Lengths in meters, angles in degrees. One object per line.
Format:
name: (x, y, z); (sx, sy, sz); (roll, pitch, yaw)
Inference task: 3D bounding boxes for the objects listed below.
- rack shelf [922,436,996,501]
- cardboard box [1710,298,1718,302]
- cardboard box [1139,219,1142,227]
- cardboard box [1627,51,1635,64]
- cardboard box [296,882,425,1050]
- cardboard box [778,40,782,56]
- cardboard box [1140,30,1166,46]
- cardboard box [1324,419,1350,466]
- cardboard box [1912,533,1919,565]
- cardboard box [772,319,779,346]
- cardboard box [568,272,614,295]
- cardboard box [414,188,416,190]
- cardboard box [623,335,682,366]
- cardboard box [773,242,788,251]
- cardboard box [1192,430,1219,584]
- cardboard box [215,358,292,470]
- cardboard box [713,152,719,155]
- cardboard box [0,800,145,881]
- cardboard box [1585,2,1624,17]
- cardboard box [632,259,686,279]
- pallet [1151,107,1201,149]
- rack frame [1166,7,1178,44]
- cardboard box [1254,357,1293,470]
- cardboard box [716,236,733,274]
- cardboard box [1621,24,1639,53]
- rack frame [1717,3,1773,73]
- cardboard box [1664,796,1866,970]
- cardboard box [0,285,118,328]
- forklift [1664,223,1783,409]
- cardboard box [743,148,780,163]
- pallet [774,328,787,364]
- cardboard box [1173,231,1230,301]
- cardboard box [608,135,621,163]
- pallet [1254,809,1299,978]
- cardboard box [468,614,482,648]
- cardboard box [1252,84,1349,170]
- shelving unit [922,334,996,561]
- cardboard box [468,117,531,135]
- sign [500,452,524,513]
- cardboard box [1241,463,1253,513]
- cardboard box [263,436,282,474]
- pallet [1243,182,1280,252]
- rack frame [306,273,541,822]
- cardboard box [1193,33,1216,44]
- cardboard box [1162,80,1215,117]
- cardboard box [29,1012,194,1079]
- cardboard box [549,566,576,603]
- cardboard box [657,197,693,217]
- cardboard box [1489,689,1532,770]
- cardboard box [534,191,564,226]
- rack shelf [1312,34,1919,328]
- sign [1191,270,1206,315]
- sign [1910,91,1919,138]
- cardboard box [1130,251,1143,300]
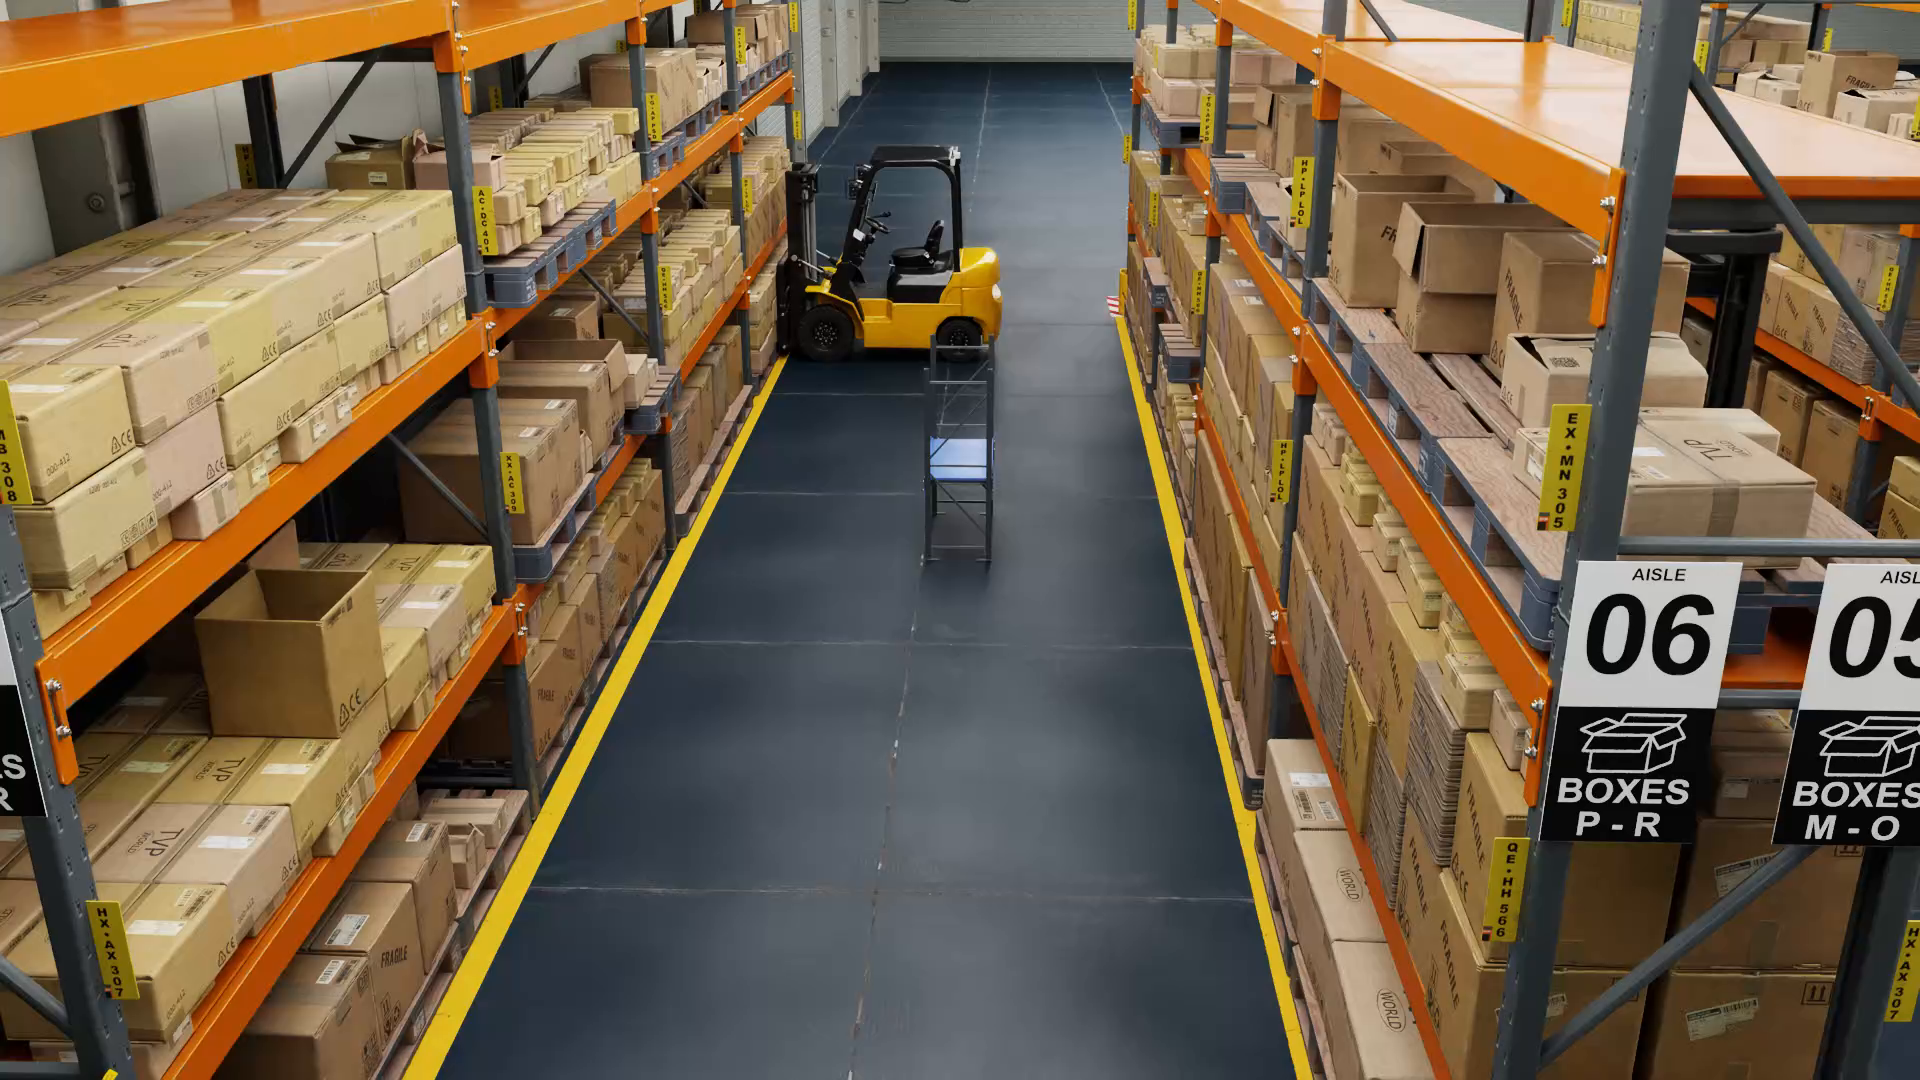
rack shelf: (0.003, -0.562, 12.902); (0.538, 0.185, 1.000); (1, 21, 2)
cardboard box: (7.040, -2.387, 14.896); (0.500, 0.500, 0.500); (1, 21, 2)
cardboard box: (2.182, -3.565, 18.417); (0.380, 0.149, 0.250); (1, 21, 3)
cardboard box: (7.076, -4.921, 17.046); (0.380, 0.149, 0.250); (1, 21, 1)
cardboard box: (-2.644, 1.808, 7.097); (0.500, 0.500, 0.500); (1, 21, 3)
cardboard box: (-2.173, -5.448, 18.406); (0.380, 0.149, 0.250); (0, 21, 0)
cardboard box: (2.152, -5.430, 17.975); (0.380, 0.149, 0.250); (1, 21, 1)
cardboard box: (1.884, -0.447, 7.616); (0.380, 0.149, 0.250); (1, 21, 2)
cardboard box: (6.929, 0.140, 11.395); (0.500, 0.500, 0.500); (1, 21, 2)
cardboard box: (-2.227, -2.236, 17.866); (0.500, 0.250, 0.500); (1, 21, 3)
cardboard box: (-2.922, -1.993, 12.983); (0.380, 0.149, 0.250); (1, 21, 2)
cardboard box: (-2.939, -1.754, 8.473); (0.380, 0.149, 0.250); (1, 21, 2)
cardboard box: (-2.437, -1.423, 12.757); (0.500, 0.250, 0.500); (1, 21, 2)
cardboard box: (-2.163, -3.253, 19.104); (0.500, 0.250, 0.500); (1, 21, 3)
cardboard box: (2.163, -0.238, 11.853); (0.875, 0.875, 0.875); (0, 21, 1)
cardboard box: (-2.629, -0.436, 5.655); (0.500, 0.250, 0.500); (0, 21, 0)
cardboard box: (-2.823, -4.128, 18.074); (0.380, 0.149, 0.250); (0, 21, 0)
cardboard box: (-3.173, 1.133, 5.758); (0.500, 0.250, 0.500); (1, 21, 2)
cardboard box: (7.124, -5.844, 18.323); (0.380, 0.149, 0.250); (1, 21, 2)
cardboard box: (-2.429, -2.172, 13.444); (0.380, 0.149, 0.250); (1, 21, 2)
pallet: (2.235, -3.442, 13.866); (1.213, 0.211, 1.003); (1, 21, 2)
rack frame: (2.388, -5.525, 14.828); (1.000, 3.000, 0.127); (1, 21, 2)
cardboard box: (1.916, -0.700, 9.165); (0.500, 0.500, 0.500); (1, 21, 3)
cardboard box: (-2.341, -2.578, 15.043); (0.500, 0.250, 0.500); (0, 21, 0)
cardboard box: (7.145, -5.147, 17.078); (0.500, 0.250, 0.500); (1, 21, 1)
rack frame: (7.342, -5.507, 14.782); (0.949, 2.616, 0.053); (1, 21, 2)
cardboard box: (2.323, 0.928, 4.971); (0.500, 0.500, 0.500); (0, 21, 0)
cardboard box: (-3.182, -0.681, 5.596); (0.500, 0.250, 0.500); (1, 21, 2)
forklift: (4.617, -0.925, 11.361); (1.130, 2.935, 3.031); (1, 21, 2)
cardboard box: (-2.188, -4.214, 18.298); (0.380, 0.149, 0.250); (1, 21, 3)
pallet: (-2.473, -2.211, 18.434); (1.003, 0.211, 1.213); (1, 21, 2)
cardboard box: (2.022, -2.200, 13.422); (0.500, 0.500, 0.500); (-1, 21, -2)
cardboard box: (-2.492, -2.625, 11.157); (0.380, 0.149, 0.250); (0, 21, 0)
pallet: (2.044, 1.739, 8.256); (1.003, 0.211, 1.213); (1, 21, 2)
cardboard box: (-2.560, 0.441, 8.093); (0.380, 0.149, 0.250); (1, 21, 3)
cardboard box: (2.406, -2.786, 11.193); (0.797, 0.503, 0.637); (-1, 21, -2)
shelving unit: (0.003, -0.730, 12.837); (0.538, 1.500, 1.048); (1, 21, 2)
cardboard box: (-3.025, -2.678, 10.881); (0.380, 0.149, 0.250); (1, 21, 1)
sign: (-2.274, -0.289, 8.431); (0.100, 0.325, 0.005); (1, 21, 2)
cardboard box: (1.958, -0.297, 9.855); (0.500, 0.250, 0.500); (0, 21, 0)
cardboard box: (-2.632, -0.298, 5.851); (0.380, 0.149, 0.250); (0, 21, 1)
pallet: (2.269, -1.954, 10.034); (1.003, 0.211, 1.213); (2, 21, 4)
rack frame: (-2.817, 0.111, 8.596); (1.000, 3.000, 0.127); (1, 21, 2)
cardboard box: (2.651, -5.243, 17.492); (0.380, 0.149, 0.250); (0, 21, 0)
cardboard box: (1.962, -3.680, 13.846); (0.500, 0.250, 0.500); (0, 21, 1)
cardboard box: (-2.654, 1.559, 5.212); (0.380, 0.149, 0.250); (0, 21, 1)
cardboard box: (-2.572, 0.269, 10.169); (0.380, 0.149, 0.250); (1, 21, 1)
cardboard box: (-2.820, -3.249, 16.222); (0.380, 0.149, 0.250); (1, 21, 1)
cardboard box: (1.818, 0.572, 4.992); (0.380, 0.149, 0.250); (1, 21, 3)
cardboard box: (-2.364, -1.793, 8.984); (0.380, 0.149, 0.250); (1, 21, 2)
rack shelf: (2.084, -1.387, 5.712); (1.077, 0.370, 4.000); (1, 21, 2)
sign: (1.724, -1.787, 11.997); (0.100, 0.325, 0.005); (1, 21, 2)
sign: (6.663, -2.949, 11.512); (0.100, 0.325, 0.005); (1, 21, 2)
cardboard box: (2.197, -2.951, 18.673); (0.500, 0.500, 0.500); (0, 21, 0)
